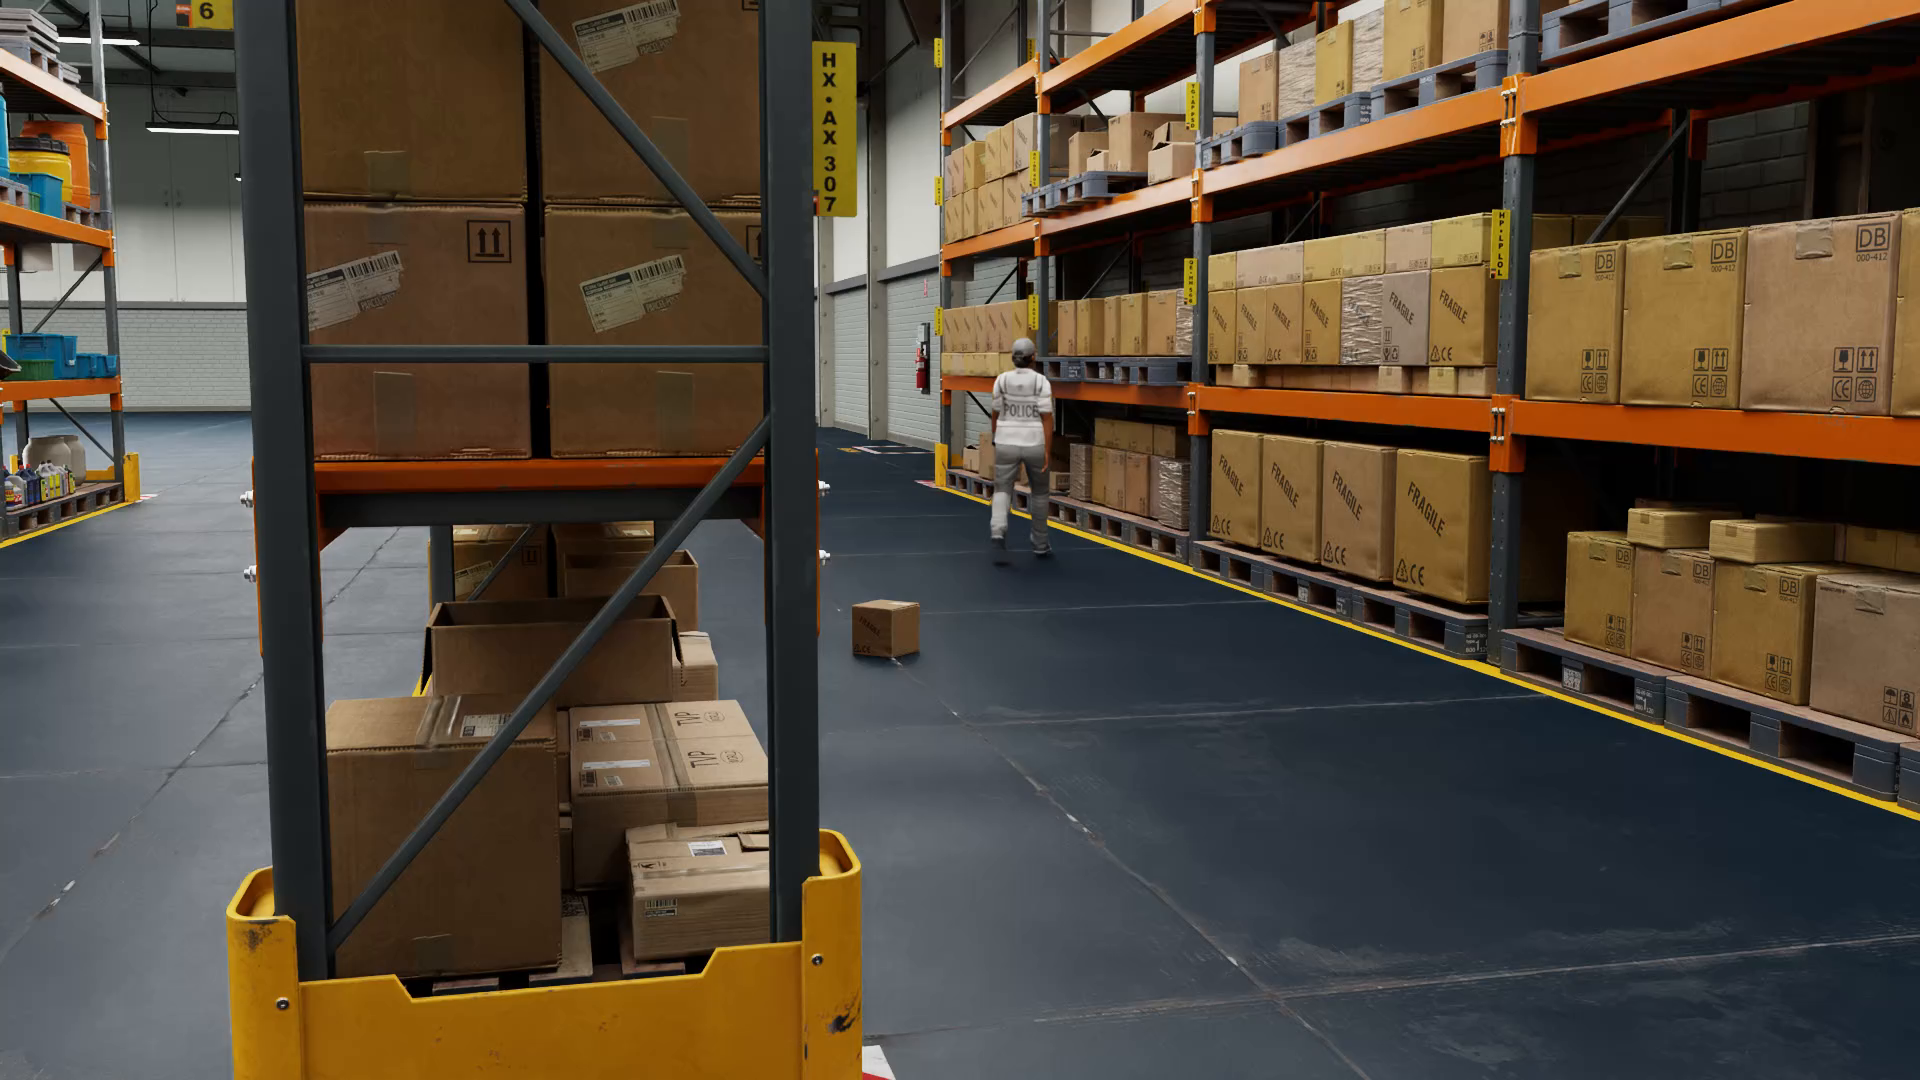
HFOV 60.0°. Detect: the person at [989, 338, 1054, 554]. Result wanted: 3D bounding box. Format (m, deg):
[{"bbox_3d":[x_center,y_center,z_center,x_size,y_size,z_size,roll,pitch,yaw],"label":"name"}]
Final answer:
[{"bbox_3d":[0.470,-0.689,12.415,0.474,1.628,0.837,1,6,7],"label":"person"}]
